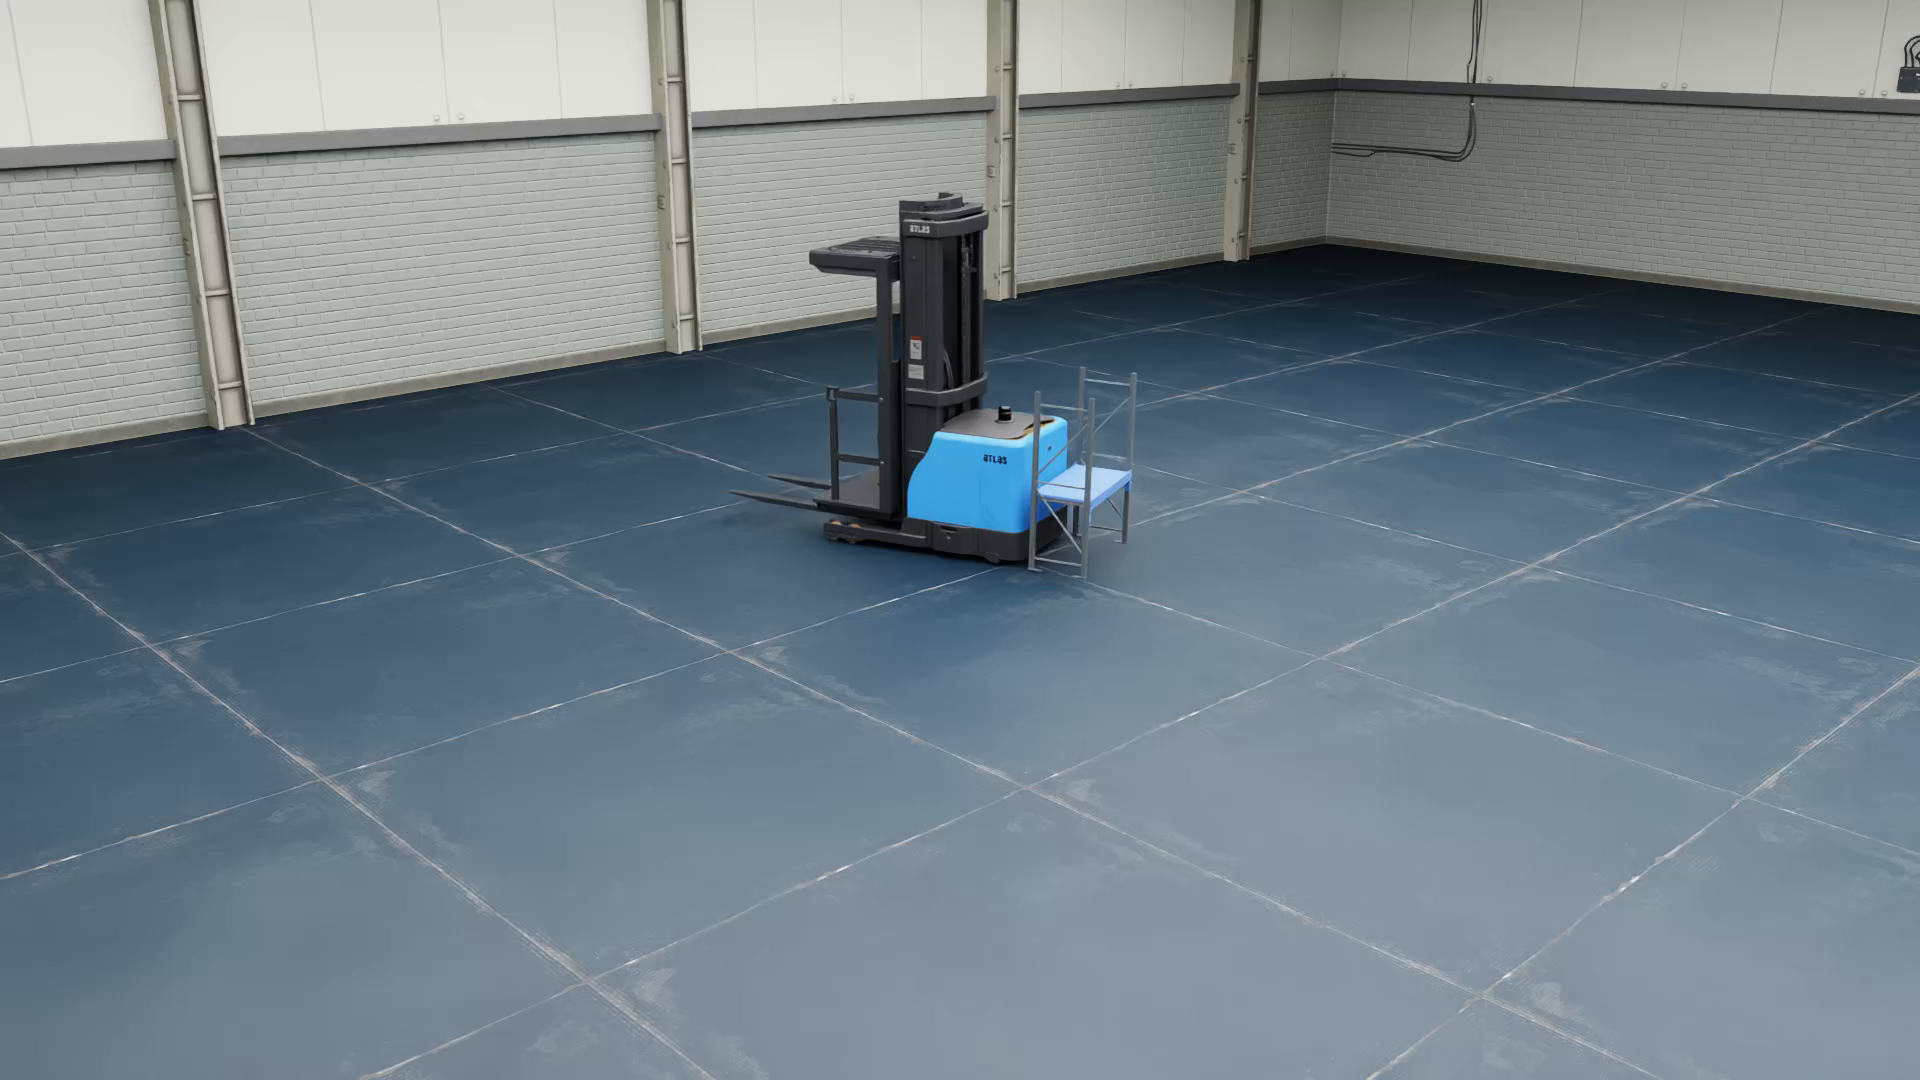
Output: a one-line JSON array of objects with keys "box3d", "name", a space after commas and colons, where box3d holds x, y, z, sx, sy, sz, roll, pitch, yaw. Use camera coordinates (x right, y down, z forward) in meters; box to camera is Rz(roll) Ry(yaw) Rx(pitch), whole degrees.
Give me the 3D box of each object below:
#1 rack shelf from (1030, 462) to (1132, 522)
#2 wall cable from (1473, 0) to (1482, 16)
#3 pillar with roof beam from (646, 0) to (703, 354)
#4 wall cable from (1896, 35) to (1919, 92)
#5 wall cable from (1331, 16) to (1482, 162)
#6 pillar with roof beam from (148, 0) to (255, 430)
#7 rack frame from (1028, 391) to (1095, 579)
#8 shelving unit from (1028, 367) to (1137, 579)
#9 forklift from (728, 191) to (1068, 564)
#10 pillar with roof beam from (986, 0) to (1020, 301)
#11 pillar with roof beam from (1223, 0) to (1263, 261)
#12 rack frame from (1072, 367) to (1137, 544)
[{"box3d": [1.020, -0.407, 13.871, 0.538, 0.185, 1.000, 9, 20, 23], "name": "rack shelf"}, {"box3d": [9.918, -10.022, 27.649, 0.112, 2.526, 3.097, -16, 24, -41], "name": "wall cable"}, {"box3d": [-0.752, -5.867, 17.990, 0.400, 9.000, 9.100, -16, 24, -41], "name": "pillar with roof beam"}, {"box3d": [14.570, -9.189, 22.723, 0.169, 6.003, 2.305, -16, 24, -41], "name": "wall cable"}, {"box3d": [8.059, -8.225, 30.298, 0.112, 2.526, 3.097, -16, 24, -41], "name": "wall cable"}, {"box3d": [-5.111, -4.596, 14.068, 0.400, 9.000, 9.100, -16, 24, -41], "name": "pillar with roof beam"}, {"box3d": [0.813, -0.434, 13.374, 0.500, 1.500, 0.032, 9, 20, 23], "name": "rack frame"}, {"box3d": [1.024, -0.577, 13.814, 0.538, 1.500, 1.048, 9, 20, 23], "name": "shelving unit"}, {"box3d": [-0.613, -1.500, 14.359, 3.031, 2.935, 1.130, 9, 20, 26], "name": "forklift"}, {"box3d": [3.608, -7.138, 21.911, 0.400, 9.000, 9.100, -16, 24, -41], "name": "pillar with roof beam"}, {"box3d": [7.968, -8.410, 25.832, 0.400, 9.000, 9.100, -16, 24, -41], "name": "pillar with roof beam"}, {"box3d": [1.234, -0.720, 14.254, 0.500, 1.500, 0.032, 9, 20, 23], "name": "rack frame"}]
